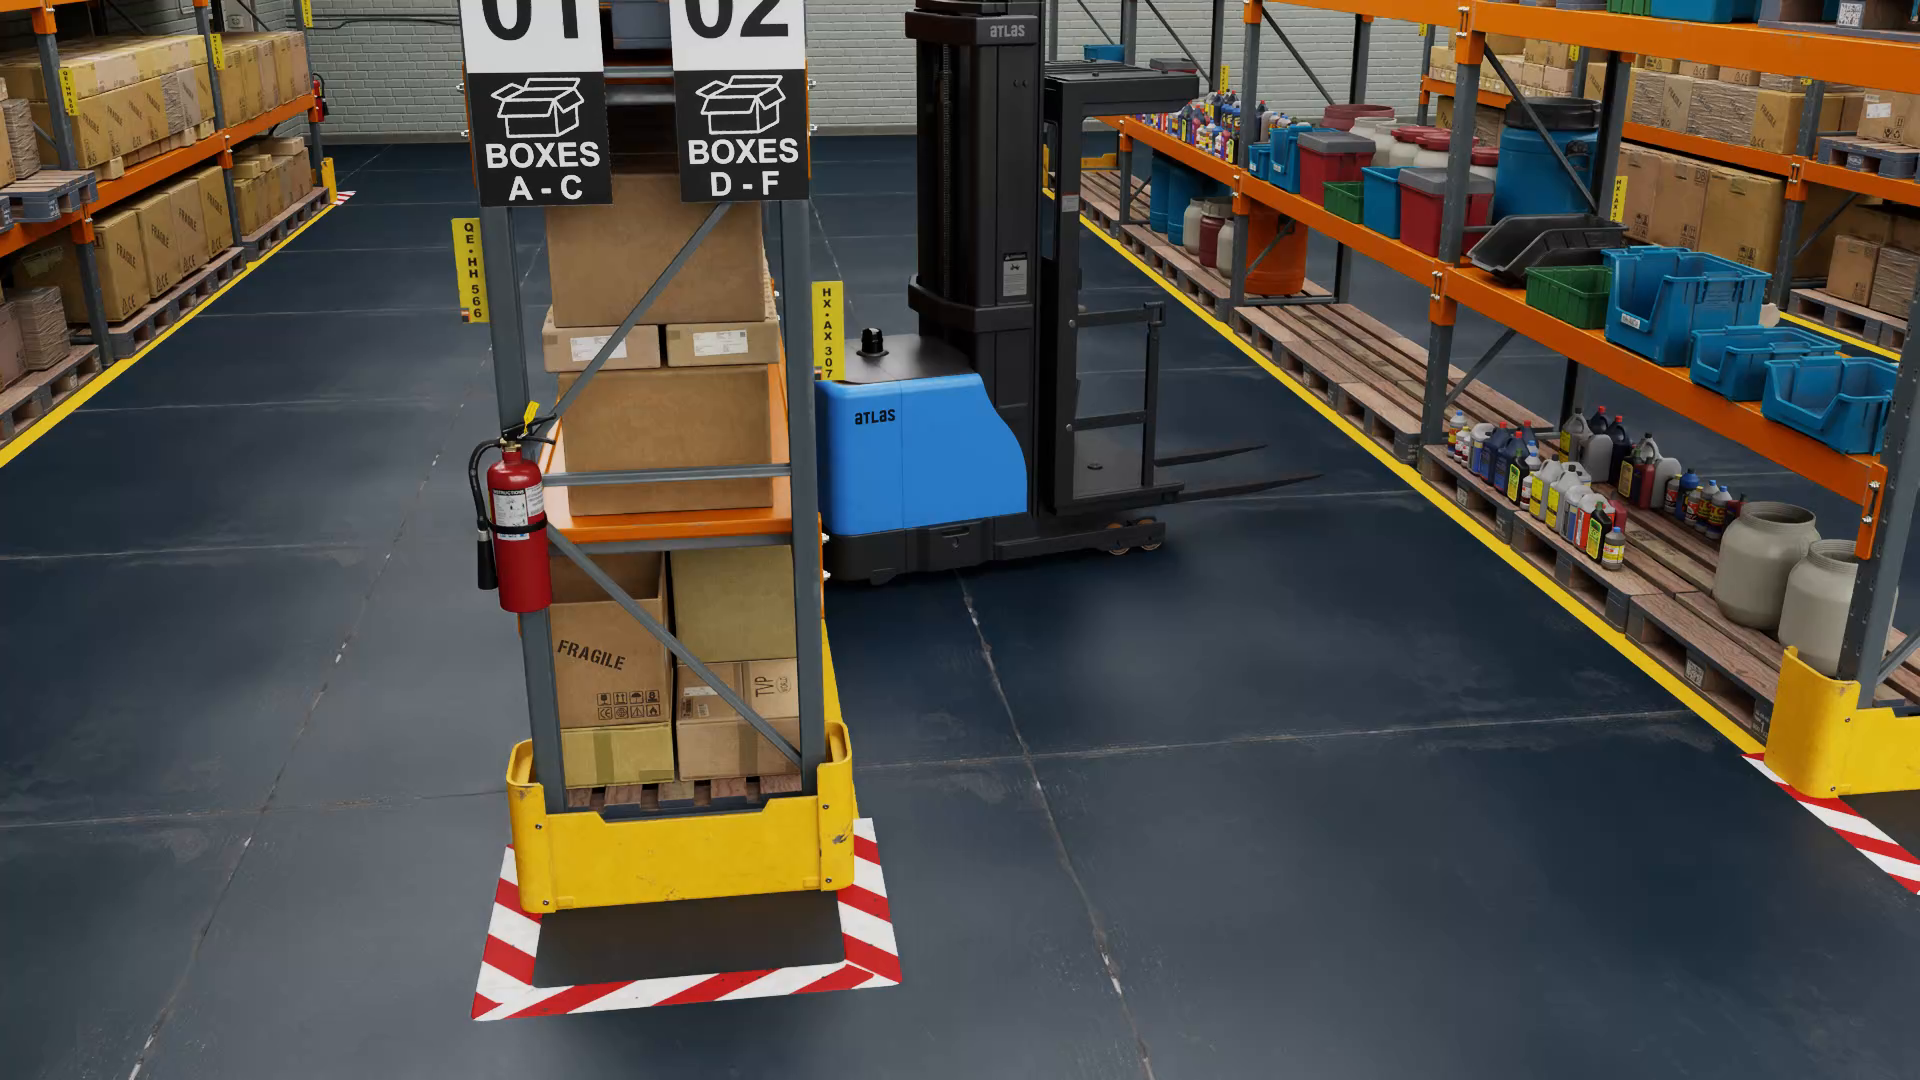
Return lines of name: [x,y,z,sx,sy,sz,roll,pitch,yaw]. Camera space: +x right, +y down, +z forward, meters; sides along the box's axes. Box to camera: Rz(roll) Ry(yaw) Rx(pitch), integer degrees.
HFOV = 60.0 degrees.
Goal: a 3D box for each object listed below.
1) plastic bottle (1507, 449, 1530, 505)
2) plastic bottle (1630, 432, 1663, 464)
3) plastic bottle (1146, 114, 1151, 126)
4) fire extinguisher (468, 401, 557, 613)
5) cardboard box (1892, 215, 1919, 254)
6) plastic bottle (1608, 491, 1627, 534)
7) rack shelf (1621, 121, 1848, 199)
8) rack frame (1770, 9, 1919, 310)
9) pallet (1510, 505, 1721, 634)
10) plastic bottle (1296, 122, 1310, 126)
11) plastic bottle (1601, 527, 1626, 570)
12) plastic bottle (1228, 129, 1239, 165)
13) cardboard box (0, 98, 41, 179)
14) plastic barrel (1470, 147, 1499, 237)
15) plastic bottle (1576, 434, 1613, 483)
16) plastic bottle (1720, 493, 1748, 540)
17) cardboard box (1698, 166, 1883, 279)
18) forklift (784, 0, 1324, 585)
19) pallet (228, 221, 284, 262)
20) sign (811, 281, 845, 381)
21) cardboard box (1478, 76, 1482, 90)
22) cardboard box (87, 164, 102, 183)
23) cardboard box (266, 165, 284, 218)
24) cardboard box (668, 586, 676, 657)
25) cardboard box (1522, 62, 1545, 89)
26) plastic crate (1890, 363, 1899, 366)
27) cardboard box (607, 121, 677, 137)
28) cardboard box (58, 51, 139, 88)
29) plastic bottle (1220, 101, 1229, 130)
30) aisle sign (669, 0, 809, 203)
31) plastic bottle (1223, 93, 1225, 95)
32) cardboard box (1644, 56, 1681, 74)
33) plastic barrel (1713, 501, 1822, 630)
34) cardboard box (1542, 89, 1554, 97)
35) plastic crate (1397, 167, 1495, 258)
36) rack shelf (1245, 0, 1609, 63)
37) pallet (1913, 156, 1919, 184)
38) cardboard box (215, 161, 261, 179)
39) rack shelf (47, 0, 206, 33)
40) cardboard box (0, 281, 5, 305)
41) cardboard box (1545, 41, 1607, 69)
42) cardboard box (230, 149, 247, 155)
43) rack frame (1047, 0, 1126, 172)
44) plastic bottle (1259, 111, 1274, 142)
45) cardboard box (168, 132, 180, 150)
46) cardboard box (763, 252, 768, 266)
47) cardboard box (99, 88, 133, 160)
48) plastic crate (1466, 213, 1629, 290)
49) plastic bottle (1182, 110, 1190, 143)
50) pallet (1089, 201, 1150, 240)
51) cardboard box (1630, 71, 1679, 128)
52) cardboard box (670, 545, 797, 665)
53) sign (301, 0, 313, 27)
plastic bottle: [3.065,-0.349,9.117,0.061,0.283,0.133,-2,21,-5]
plastic bottle: [3.802,-0.419,9.208,0.144,0.351,0.185,-3,21,-8]
plastic bottle: [1.939,-4.246,16.475,0.152,0.276,0.135,-3,21,-8]
fire extinguisher: [-1.419,-0.107,5.325,0.296,0.674,0.183,-3,21,-8]
cardboard box: [7.887,-2.448,13.356,0.500,0.250,0.500,-1,20,-2]
plastic bottle: [3.324,-0.097,8.443,0.061,0.283,0.133,-3,21,-8]
rack shelf: [7.386,-3.831,16.214,1.077,0.370,4.000,-3,21,-8]
rack frame: [7.674,-3.475,14.234,1.000,3.000,0.127,-3,21,-8]
pallet: [3.584,0.124,8.583,1.003,0.211,1.213,-3,21,-8]
plastic bottle: [2.964,-3.494,14.460,0.152,0.276,0.135,-3,21,-8]
plastic bottle: [3.227,0.035,8.205,0.097,0.201,0.097,0,20,0]
plastic bottle: [2.292,-3.289,13.903,0.061,0.283,0.133,-3,21,-8]
cardboard box: [-6.953,-2.817,11.698,0.700,0.500,0.500,-5,21,-14]
plastic barrel: [3.429,-2.247,10.750,0.433,0.535,0.433,0,20,0]
plastic bottle: [3.612,-0.480,9.477,0.152,0.276,0.135,-3,21,-8]
plastic bottle: [3.958,-0.112,8.482,0.061,0.283,0.133,-3,21,-7]
cardboard box: [7.595,-2.917,15.175,1.225,0.875,0.875,-4,21,-10]
forklift: [0.579,-1.455,8.923,3.031,2.935,1.130,-8,22,-21]
pallet: [-7.640,-3.072,17.139,1.003,0.211,1.213,-3,21,-8]
sign: [-0.426,-0.676,5.388,0.100,0.325,0.005,-3,21,-8]
cardboard box: [6.433,-5.543,20.129,0.380,0.149,0.250,-3,21,-8]
cardboard box: [-6.877,-2.831,12.839,0.380,0.149,0.250,-3,21,-7]
cardboard box: [-7.755,-3.753,17.948,0.700,0.500,0.500,-2,21,-6]
cardboard box: [-1.504,0.368,7.274,0.500,0.250,0.500,-3,21,-8]
cardboard box: [6.697,-5.248,18.769,0.500,0.250,0.500,-2,21,-6]
plastic crate: [4.115,-0.658,7.068,0.298,0.136,0.250,-3,21,-8]
cardboard box: [-1.193,-1.399,6.677,0.700,0.500,0.500,-3,21,-8]
cardboard box: [-6.995,-3.802,13.440,0.500,0.250,0.500,-3,21,-7]
plastic bottle: [2.578,-4.116,16.134,0.097,0.271,0.097,0,20,0]
aisle sign: [-0.664,-1.418,5.009,0.394,0.787,0.004,-3,21,-8]
plastic bottle: [2.651,-4.358,16.763,0.061,0.283,0.133,-3,21,-8]
cardboard box: [7.285,-4.918,16.520,0.797,0.503,0.637,-3,21,-7]
plastic barrel: [3.683,0.116,7.575,0.421,0.512,0.421,0,20,0]
cardboard box: [6.692,-4.921,18.463,0.380,0.149,0.250,-3,21,-7]
plastic crate: [2.977,-2.023,10.253,0.402,0.464,0.583,-3,21,-8]
rack shelf: [3.061,-3.601,11.312,1.077,0.370,4.000,-3,21,-8]
pallet: [8.000,-2.702,12.438,1.003,0.211,1.213,-3,21,-8]
cardboard box: [-7.482,-3.832,17.235,0.380,0.149,0.250,-2,21,-6]
rack shelf: [-7.319,-4.486,13.682,1.077,0.370,4.000,-3,21,-8]
cardboard box: [-6.855,-1.665,11.259,0.500,0.250,0.500,-3,21,-7]
cardboard box: [6.767,-5.426,18.175,0.500,0.500,0.500,-2,21,-6]
cardboard box: [-8.015,-4.182,18.172,0.380,0.149,0.250,-3,21,-7]
rack frame: [1.620,-5.995,20.981,1.000,3.000,0.127,-3,21,-8]
plastic bottle: [2.830,-3.814,15.317,0.152,0.276,0.135,-3,21,-8]
cardboard box: [-7.160,-3.545,14.751,0.380,0.149,0.250,-3,21,-8]
cardboard box: [-0.970,-1.062,6.702,0.380,0.149,0.250,-4,21,-10]
cardboard box: [-6.914,-3.284,13.126,0.500,0.500,0.500,-2,21,-6]
plastic crate: [3.299,-1.624,9.365,0.767,0.338,0.504,-3,21,-8]
plastic bottle: [2.082,-3.795,15.257,0.061,0.283,0.133,-3,21,-8]
pallet: [2.052,-3.557,18.437,1.003,0.211,1.213,-3,21,-8]
cardboard box: [7.061,-4.388,16.534,0.500,0.500,0.500,-3,21,-9]
cardboard box: [-0.907,0.163,6.750,0.500,0.500,0.500,-3,21,-8]
sign: [-7.645,-6.172,19.460,0.100,0.325,0.005,-3,21,-8]
